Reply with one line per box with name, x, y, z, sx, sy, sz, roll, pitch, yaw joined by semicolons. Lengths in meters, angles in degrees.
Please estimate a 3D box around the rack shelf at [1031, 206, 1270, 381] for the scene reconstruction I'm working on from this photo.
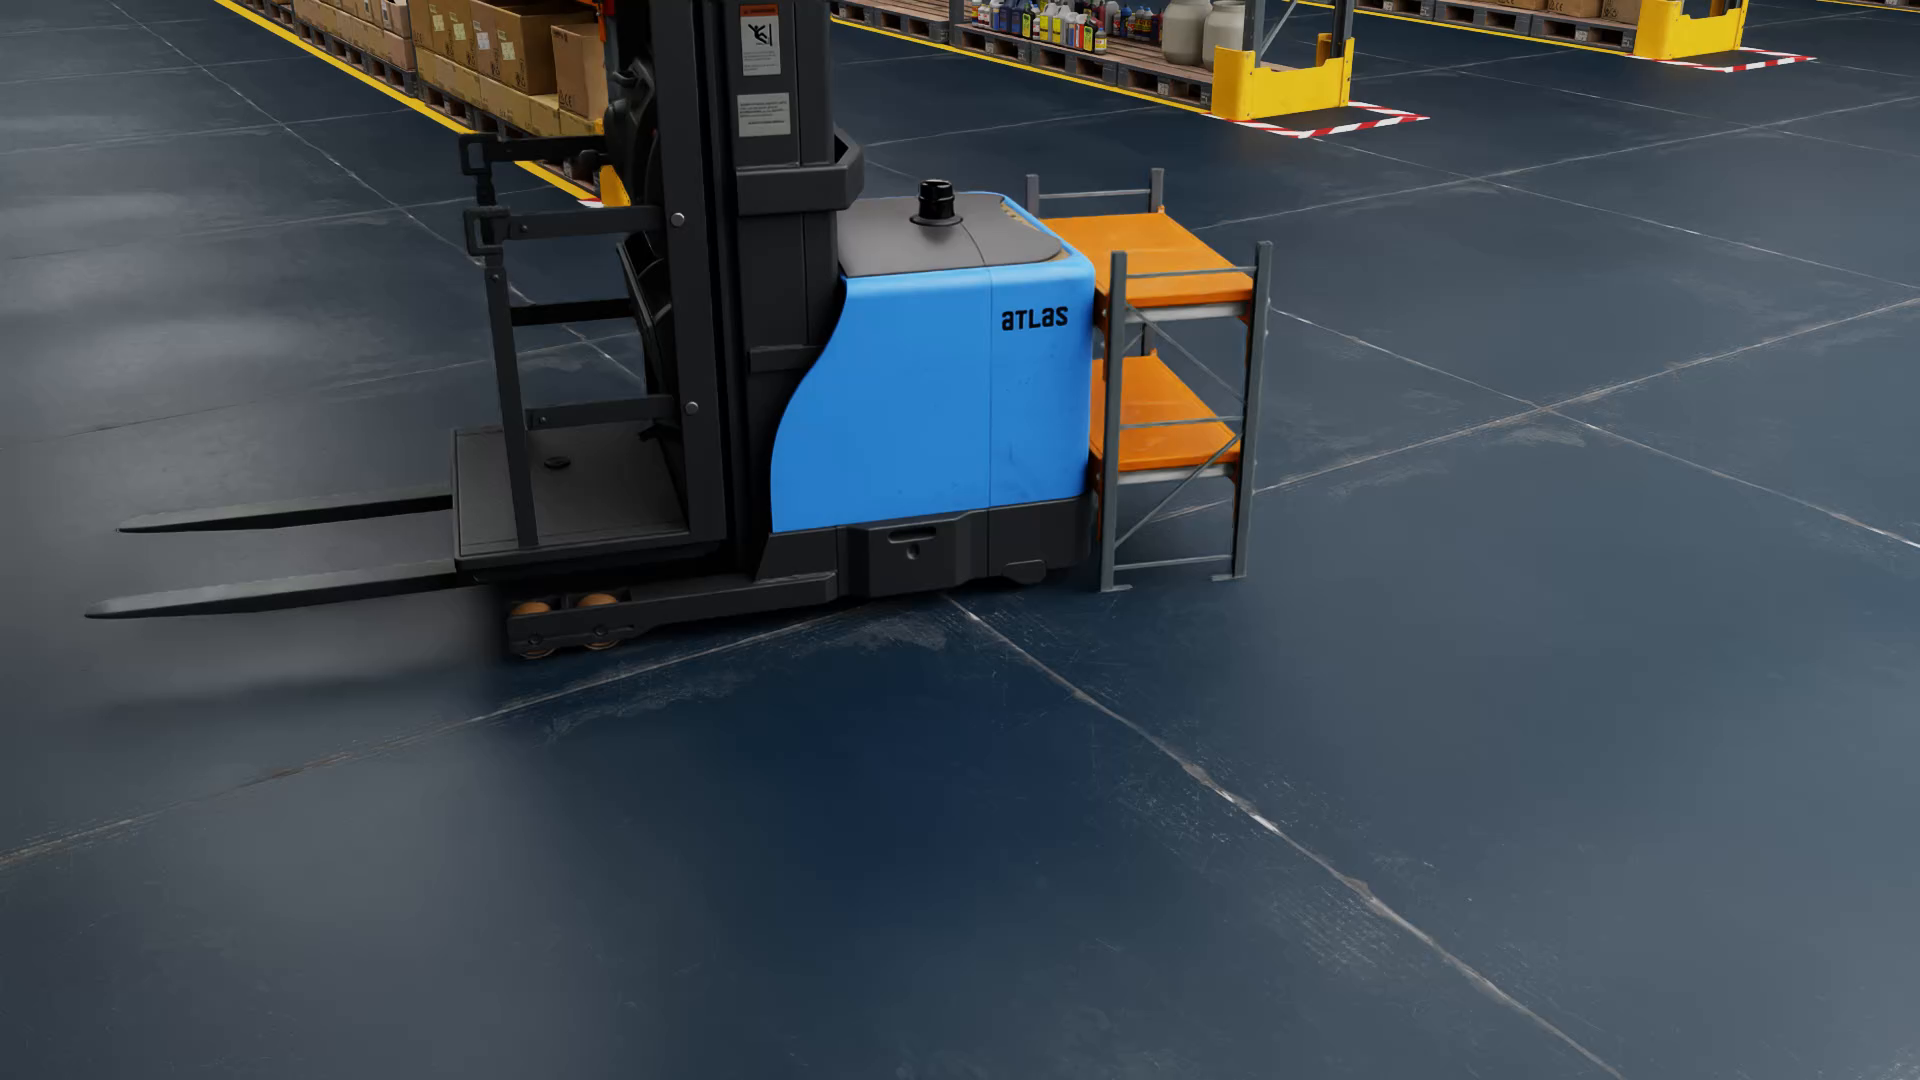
rack shelf;0.586;-0.843;5.532;0.538;0.278;1.000;-5;26;-11

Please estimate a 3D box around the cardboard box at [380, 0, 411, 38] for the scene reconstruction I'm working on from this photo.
cardboard box;-4.264;-4.191;13.187;0.500;0.311;0.500;-16;29;-30

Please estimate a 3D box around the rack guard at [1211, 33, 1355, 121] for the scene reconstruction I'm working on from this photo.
rack guard;2.452;-3.521;12.624;1.175;0.500;0.348;-16;29;-30

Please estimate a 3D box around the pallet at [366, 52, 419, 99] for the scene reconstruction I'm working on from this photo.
pallet;-4.238;-3.907;13.778;1.003;0.211;1.213;-16;29;-30

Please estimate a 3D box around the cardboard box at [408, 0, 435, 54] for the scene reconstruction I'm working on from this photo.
cardboard box;-3.812;-3.960;12.476;0.500;0.500;0.500;-16;29;-30

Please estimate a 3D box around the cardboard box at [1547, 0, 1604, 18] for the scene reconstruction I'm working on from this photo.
cardboard box;6.001;-5.283;15.862;0.500;0.500;0.500;-8;26;-16

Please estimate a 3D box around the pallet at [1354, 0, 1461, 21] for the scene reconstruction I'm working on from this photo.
pallet;4.895;-5.728;17.636;1.003;0.211;1.213;-16;29;-30

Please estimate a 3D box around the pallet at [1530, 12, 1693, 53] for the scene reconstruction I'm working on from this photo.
pallet;6.227;-4.855;15.787;1.003;0.211;1.213;-16;29;-30

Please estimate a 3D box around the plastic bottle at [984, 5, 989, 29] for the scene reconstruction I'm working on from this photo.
plastic bottle;0.267;-4.711;14.978;0.097;0.201;0.097;0;25;0

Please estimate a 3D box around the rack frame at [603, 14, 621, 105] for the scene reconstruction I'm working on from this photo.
rack frame;-1.620;-3.483;9.614;1.000;3.000;0.127;-16;29;-30

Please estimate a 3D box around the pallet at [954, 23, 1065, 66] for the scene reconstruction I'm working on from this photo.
pallet;0.681;-4.555;15.153;1.003;0.211;1.213;-16;29;-30

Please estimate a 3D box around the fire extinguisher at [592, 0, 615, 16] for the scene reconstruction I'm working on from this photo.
fire extinguisher;-1.944;-3.297;9.311;0.296;0.674;0.183;-16;29;-30

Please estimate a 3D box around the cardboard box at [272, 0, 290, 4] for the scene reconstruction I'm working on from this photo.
cardboard box;-6.694;-5.692;16.707;0.500;0.500;0.500;-14;29;-28

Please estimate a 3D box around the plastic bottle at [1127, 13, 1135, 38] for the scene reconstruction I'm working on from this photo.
plastic bottle;1.508;-4.484;14.498;0.097;0.201;0.097;0;25;0

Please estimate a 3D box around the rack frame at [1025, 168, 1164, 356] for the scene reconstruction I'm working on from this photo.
rack frame;0.476;-0.790;6.106;0.500;1.125;0.032;-5;26;-11

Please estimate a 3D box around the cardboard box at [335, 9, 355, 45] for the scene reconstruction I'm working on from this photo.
cardboard box;-5.103;-4.487;14.470;0.500;0.250;0.500;-15;29;-29

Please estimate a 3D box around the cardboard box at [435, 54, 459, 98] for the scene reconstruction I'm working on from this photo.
cardboard box;-3.535;-3.443;12.259;0.500;0.250;0.500;-16;29;-30

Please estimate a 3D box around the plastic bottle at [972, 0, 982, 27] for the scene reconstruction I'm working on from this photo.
plastic bottle;0.156;-4.815;15.117;0.097;0.271;0.097;0;25;0

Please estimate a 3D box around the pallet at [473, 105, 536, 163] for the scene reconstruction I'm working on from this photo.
pallet;-2.734;-2.921;11.691;1.003;0.211;1.213;-16;29;-30

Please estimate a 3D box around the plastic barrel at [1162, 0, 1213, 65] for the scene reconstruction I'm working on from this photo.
plastic barrel;1.836;-4.097;13.338;0.421;0.512;0.421;0;25;0

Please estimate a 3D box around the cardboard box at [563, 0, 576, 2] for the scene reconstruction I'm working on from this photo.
cardboard box;-2.543;-3.549;11.605;0.500;0.500;0.500;-16;29;-30

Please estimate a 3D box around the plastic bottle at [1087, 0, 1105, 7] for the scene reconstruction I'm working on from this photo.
plastic bottle;1.223;-4.720;14.823;0.144;0.351;0.185;-16;29;-30

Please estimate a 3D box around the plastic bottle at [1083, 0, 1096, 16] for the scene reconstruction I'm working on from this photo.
plastic bottle;1.151;-4.657;14.767;0.061;0.283;0.133;-16;29;-30

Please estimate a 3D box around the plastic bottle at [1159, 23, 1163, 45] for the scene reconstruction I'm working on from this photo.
plastic bottle;1.747;-4.327;14.165;0.097;0.201;0.097;0;25;0

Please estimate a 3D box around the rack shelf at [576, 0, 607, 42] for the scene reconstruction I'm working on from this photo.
rack shelf;-2.711;-3.873;11.283;1.077;0.370;4.000;-16;29;-30

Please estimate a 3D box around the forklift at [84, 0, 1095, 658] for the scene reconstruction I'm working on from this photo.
forklift;-1.148;-1.221;4.903;3.031;2.935;1.130;-7;26;-14

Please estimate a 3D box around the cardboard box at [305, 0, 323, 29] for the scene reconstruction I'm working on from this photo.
cardboard box;-5.672;-4.855;15.250;0.500;0.250;0.500;-16;30;-31

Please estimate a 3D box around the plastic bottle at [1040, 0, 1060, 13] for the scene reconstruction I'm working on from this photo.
plastic bottle;0.821;-4.871;15.141;0.144;0.351;0.185;-16;29;-30

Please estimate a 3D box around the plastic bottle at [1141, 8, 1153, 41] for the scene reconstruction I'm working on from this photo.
plastic bottle;1.617;-4.445;14.332;0.097;0.271;0.097;0;25;0

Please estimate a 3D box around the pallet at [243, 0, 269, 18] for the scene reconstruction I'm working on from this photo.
pallet;-7.025;-5.795;17.778;1.003;0.211;1.213;-16;29;-30

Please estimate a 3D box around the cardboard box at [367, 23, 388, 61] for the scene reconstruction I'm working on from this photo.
cardboard box;-4.547;-4.122;13.697;0.500;0.250;0.500;-16;30;-30

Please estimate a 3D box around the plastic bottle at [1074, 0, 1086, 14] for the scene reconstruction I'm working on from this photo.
plastic bottle;1.047;-4.836;15.067;0.144;0.351;0.185;-17;30;-32

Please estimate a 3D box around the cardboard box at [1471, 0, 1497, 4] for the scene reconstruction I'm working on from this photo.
cardboard box;5.407;-5.721;16.791;0.500;0.500;0.500;-19;31;-34

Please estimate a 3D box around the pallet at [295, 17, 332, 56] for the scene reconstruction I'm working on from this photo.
pallet;-5.570;-4.780;15.627;1.003;0.211;1.213;-16;29;-30

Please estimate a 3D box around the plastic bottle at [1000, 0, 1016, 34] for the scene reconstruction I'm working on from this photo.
plastic bottle;0.442;-4.682;14.742;0.144;0.351;0.185;-15;29;-28

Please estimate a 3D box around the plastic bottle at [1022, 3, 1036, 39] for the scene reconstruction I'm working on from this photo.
plastic bottle;0.600;-4.515;14.468;0.061;0.283;0.133;-14;29;-27

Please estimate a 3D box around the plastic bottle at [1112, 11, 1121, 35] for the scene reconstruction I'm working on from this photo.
plastic bottle;1.396;-4.558;14.653;0.097;0.201;0.097;0;25;0

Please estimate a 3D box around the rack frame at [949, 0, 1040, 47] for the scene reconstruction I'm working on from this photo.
rack frame;0.349;-6.066;15.087;1.000;3.000;0.127;-16;29;-30

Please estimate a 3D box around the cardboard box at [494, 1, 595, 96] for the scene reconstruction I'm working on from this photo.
cardboard box;-2.720;-3.245;10.961;0.500;0.500;0.500;-16;29;-30

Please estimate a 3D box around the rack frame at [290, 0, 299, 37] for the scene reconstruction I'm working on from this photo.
rack frame;-5.987;-6.344;15.675;1.000;3.000;0.127;-16;29;-30

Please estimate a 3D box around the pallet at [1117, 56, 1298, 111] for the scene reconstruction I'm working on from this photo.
pallet;2.013;-3.683;13.304;1.003;0.211;1.213;-16;29;-30

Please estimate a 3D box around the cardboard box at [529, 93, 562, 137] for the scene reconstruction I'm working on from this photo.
cardboard box;-2.443;-2.728;10.744;0.500;0.250;0.500;-16;29;-30

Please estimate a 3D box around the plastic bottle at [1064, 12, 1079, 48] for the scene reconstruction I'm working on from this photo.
plastic bottle;0.972;-4.304;14.028;0.152;0.276;0.135;-16;30;-31

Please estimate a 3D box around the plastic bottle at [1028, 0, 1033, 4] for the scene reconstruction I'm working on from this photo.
plastic bottle;0.563;-4.716;14.813;0.144;0.351;0.185;-16;29;-30

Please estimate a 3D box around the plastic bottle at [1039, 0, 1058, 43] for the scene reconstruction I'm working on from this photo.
plastic bottle;0.777;-4.462;14.277;0.144;0.351;0.185;-16;30;-30

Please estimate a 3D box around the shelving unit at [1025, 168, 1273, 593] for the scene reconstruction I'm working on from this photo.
shelving unit;0.586;-0.578;5.657;0.538;1.125;1.048;-5;26;-11

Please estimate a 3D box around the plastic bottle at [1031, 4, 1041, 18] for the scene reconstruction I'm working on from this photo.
plastic bottle;0.657;-4.535;14.523;0.097;0.271;0.097;0;25;0

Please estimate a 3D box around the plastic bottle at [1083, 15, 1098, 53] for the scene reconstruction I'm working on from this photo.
plastic bottle;1.084;-4.199;13.797;0.061;0.283;0.133;-15;29;-28

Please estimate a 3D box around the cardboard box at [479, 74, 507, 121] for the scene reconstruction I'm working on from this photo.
cardboard box;-2.989;-3.086;11.502;0.500;0.250;0.500;-16;29;-30

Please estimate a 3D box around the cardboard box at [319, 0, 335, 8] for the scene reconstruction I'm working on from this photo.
cardboard box;-5.377;-4.920;14.729;0.500;0.311;0.500;-16;30;-31

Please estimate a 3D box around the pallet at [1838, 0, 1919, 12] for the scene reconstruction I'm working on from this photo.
pallet;10.391;-5.916;18.036;1.003;0.211;1.213;-16;29;-30

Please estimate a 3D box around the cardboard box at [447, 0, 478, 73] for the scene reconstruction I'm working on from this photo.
cardboard box;-3.266;-3.602;11.718;0.500;0.500;0.500;-16;29;-30

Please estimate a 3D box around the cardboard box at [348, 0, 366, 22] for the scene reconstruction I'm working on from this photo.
cardboard box;-4.824;-4.555;13.958;0.500;0.311;0.500;-16;29;-30

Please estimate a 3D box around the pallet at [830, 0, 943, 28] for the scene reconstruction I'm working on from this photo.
pallet;-0.782;-5.514;17.183;1.003;0.211;1.213;-16;29;-30
